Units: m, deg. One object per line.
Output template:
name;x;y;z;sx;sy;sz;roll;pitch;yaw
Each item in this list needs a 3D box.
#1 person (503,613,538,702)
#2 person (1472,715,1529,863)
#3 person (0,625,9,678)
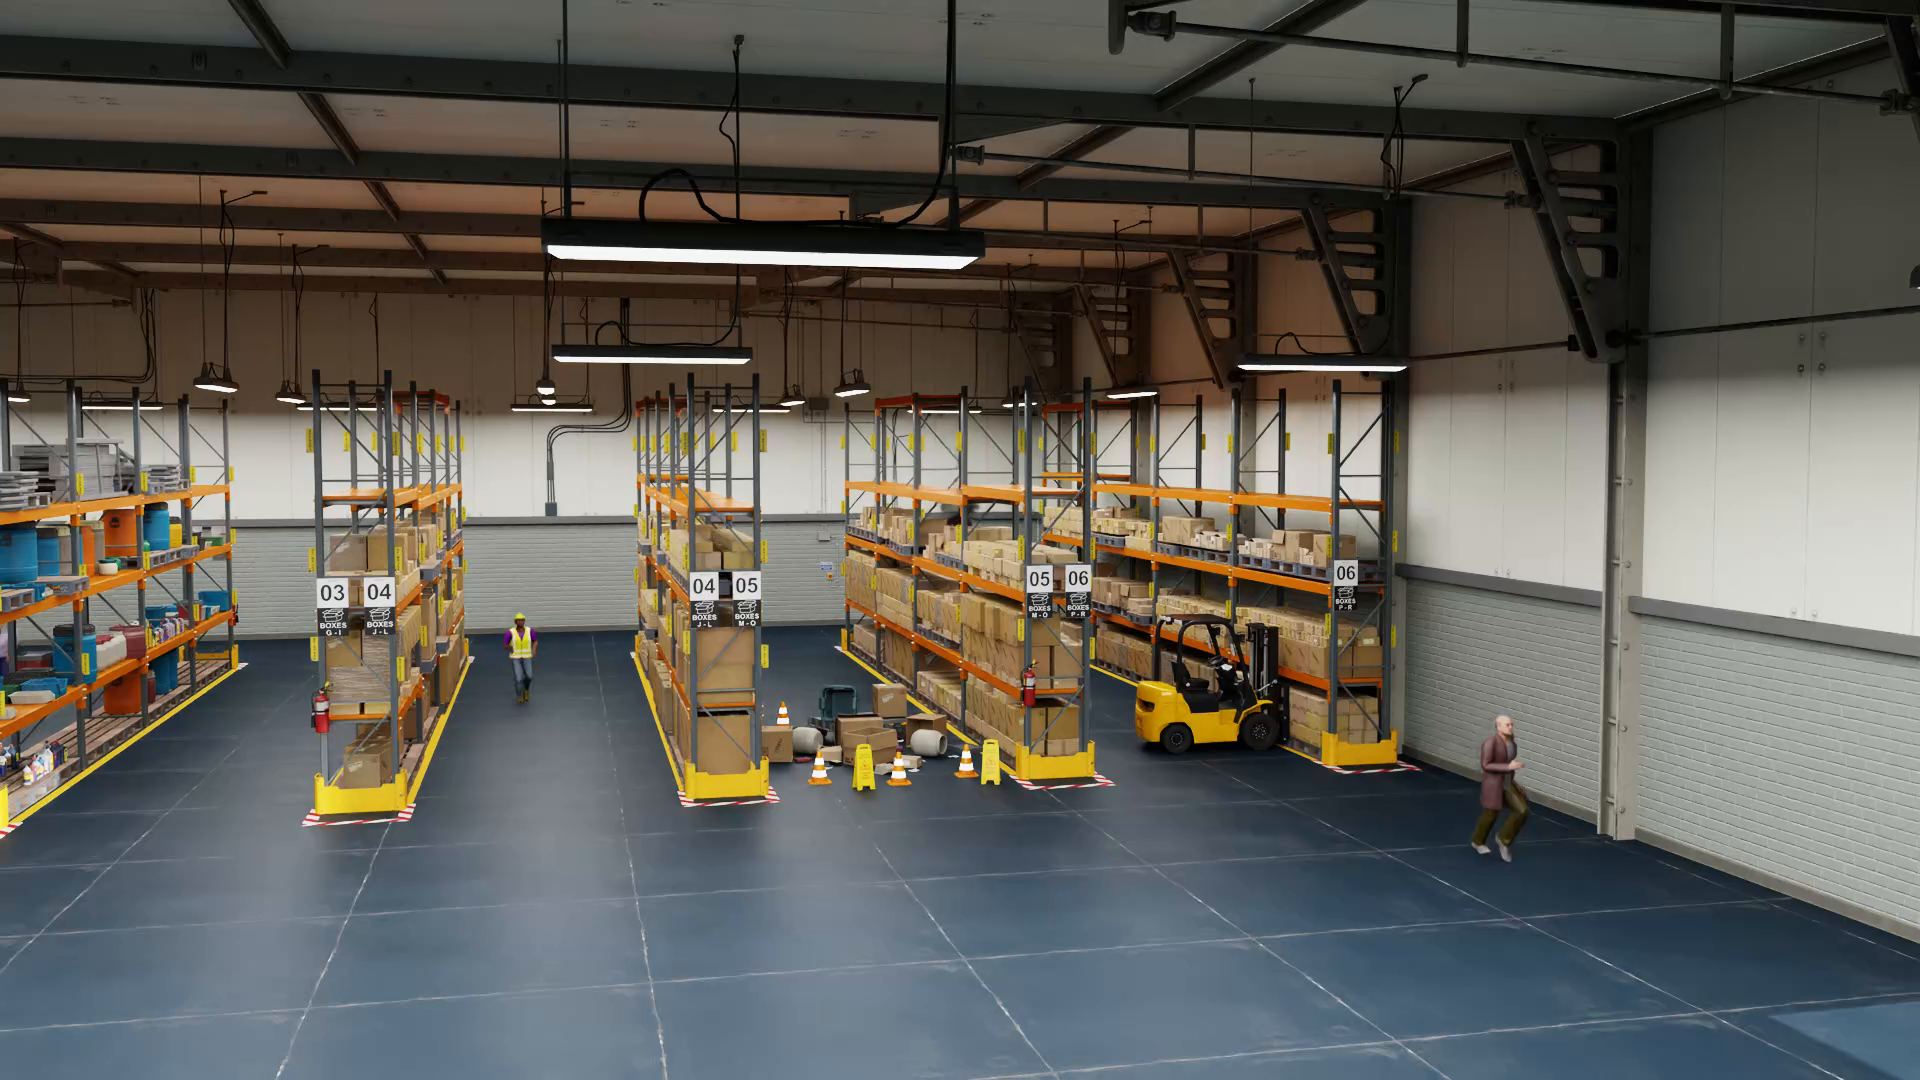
person;-8.436;2.279;32.011;0.686;1.720;0.593;-1;4;-21
person;6.472;2.966;19.933;0.752;1.772;0.886;-2;4;-29
person;-18.339;2.365;31.695;0.593;1.602;0.545;-1;4;-20
